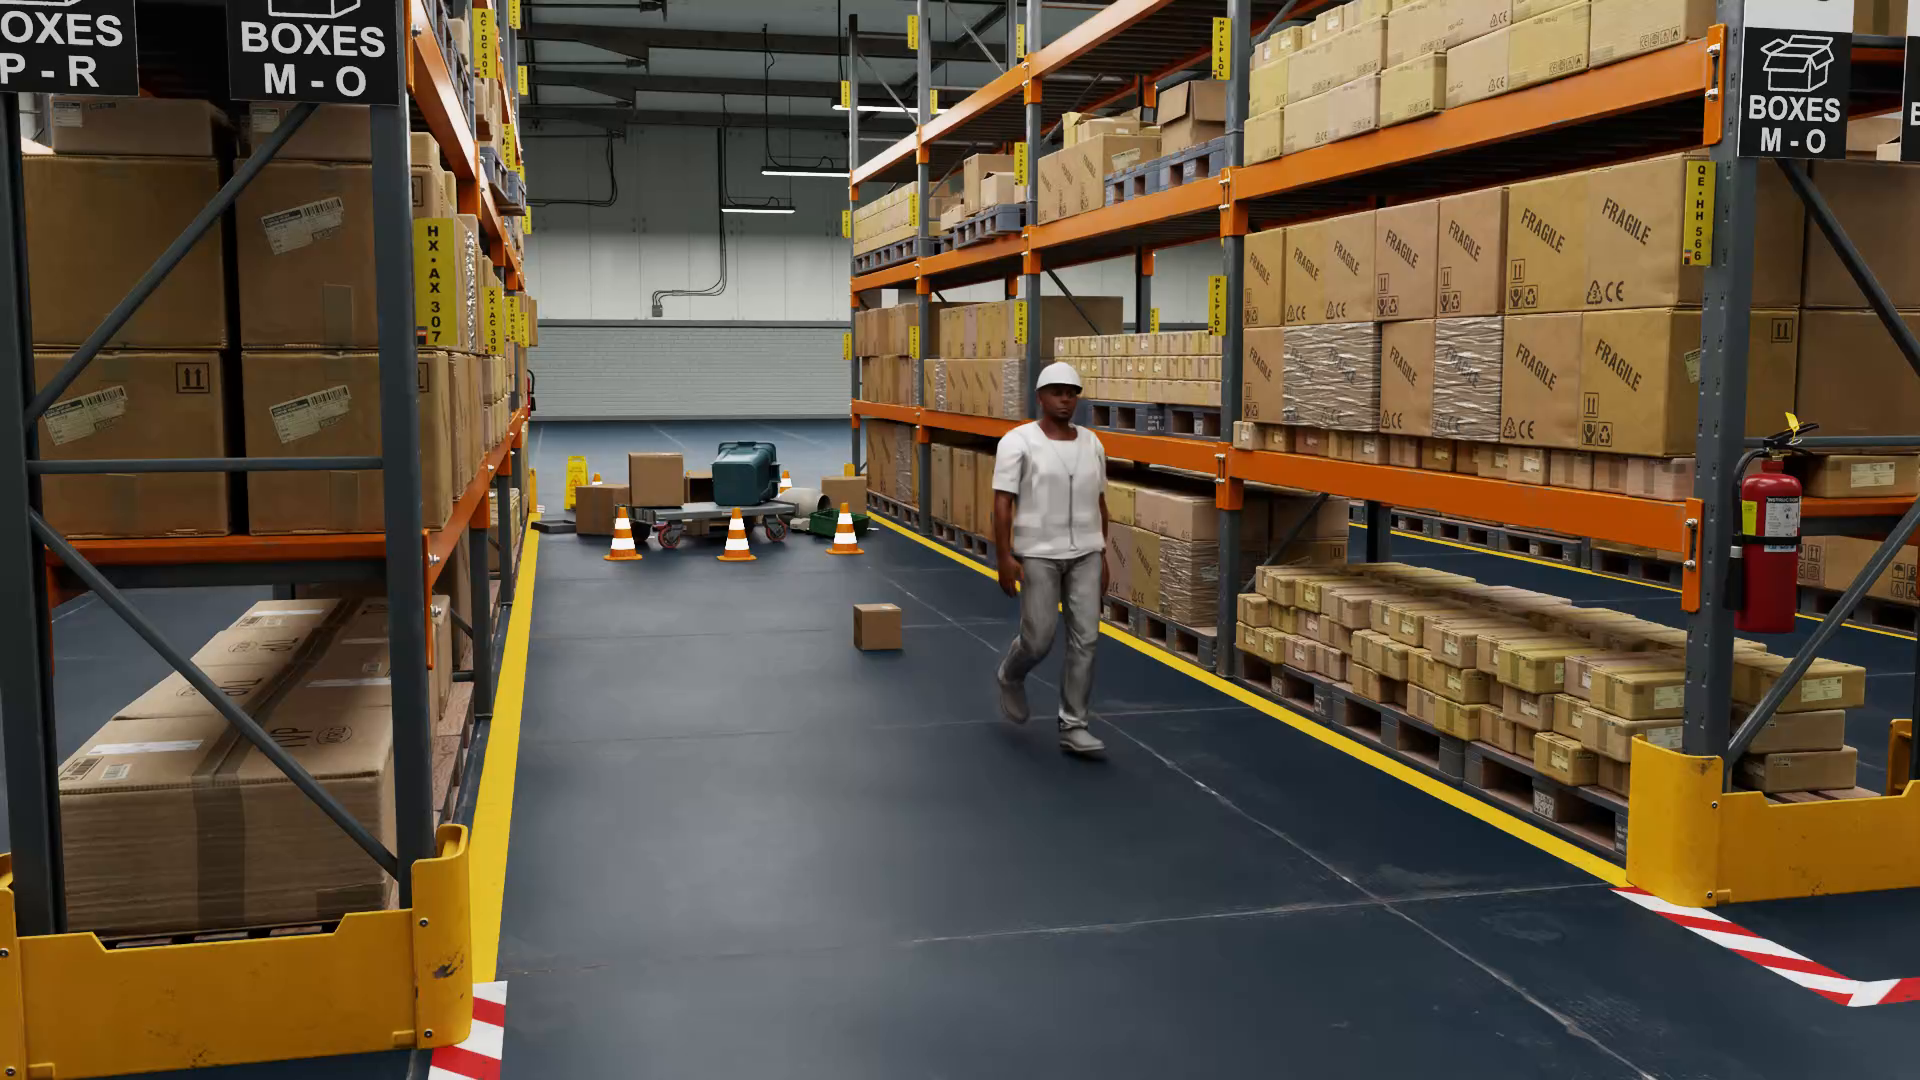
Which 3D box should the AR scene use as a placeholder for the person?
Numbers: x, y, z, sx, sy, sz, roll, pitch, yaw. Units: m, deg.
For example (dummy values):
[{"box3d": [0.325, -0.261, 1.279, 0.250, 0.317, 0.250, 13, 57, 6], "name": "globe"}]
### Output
[{"box3d": [0.422, 0.065, 7.595, 0.575, 1.750, 0.729, -2, 7, -21], "name": "person"}]
